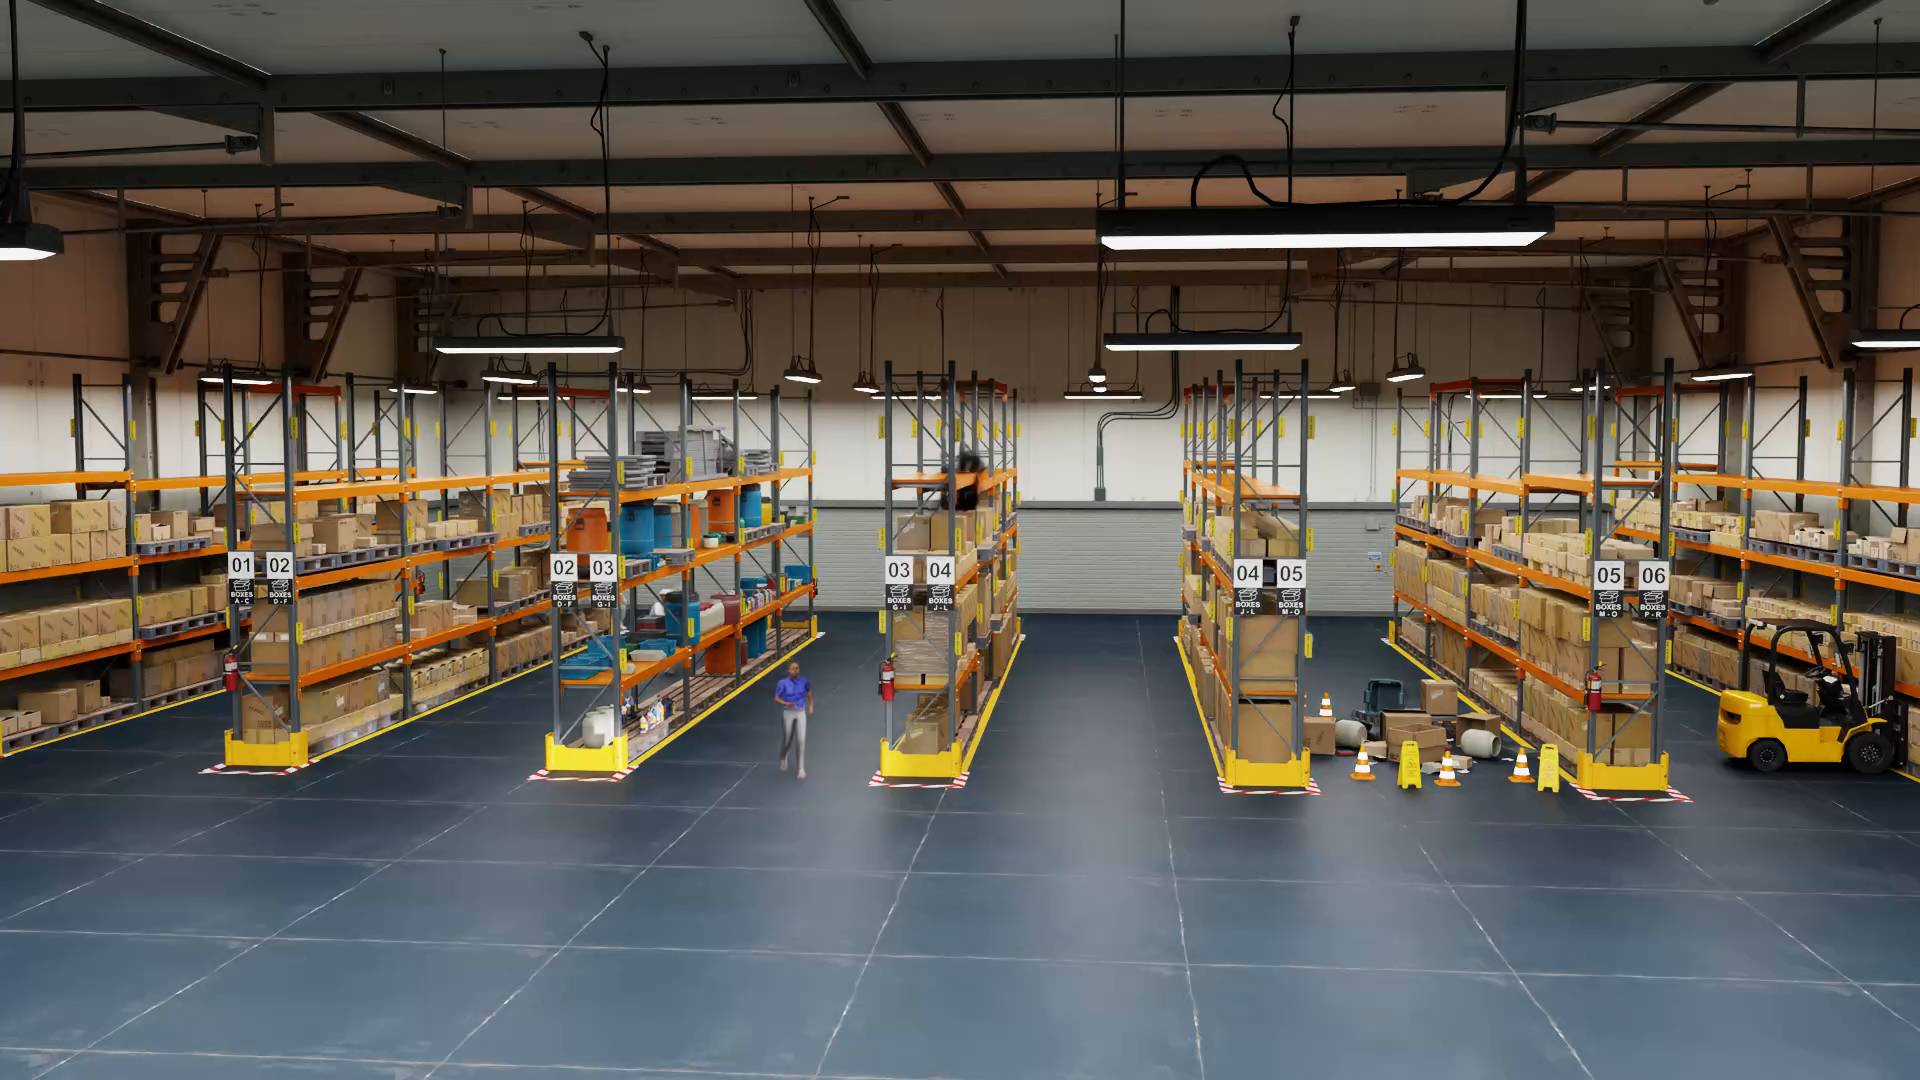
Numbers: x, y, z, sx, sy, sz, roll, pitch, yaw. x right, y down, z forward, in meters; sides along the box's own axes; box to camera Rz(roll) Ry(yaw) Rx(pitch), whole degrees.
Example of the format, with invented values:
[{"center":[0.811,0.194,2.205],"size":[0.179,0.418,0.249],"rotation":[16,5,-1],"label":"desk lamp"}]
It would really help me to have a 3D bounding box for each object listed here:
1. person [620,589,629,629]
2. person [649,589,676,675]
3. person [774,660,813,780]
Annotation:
[{"center":[-8.690,1.398,41.805],"size":[0.693,1.724,0.735],"rotation":[2,4,28],"label":"person"},{"center":[-6.042,1.885,34.019],"size":[0.674,1.761,0.643],"rotation":[0,4,6],"label":"person"},{"center":[-2.418,2.588,24.172],"size":[0.598,1.697,0.817],"rotation":[-1,4,-18],"label":"person"}]
